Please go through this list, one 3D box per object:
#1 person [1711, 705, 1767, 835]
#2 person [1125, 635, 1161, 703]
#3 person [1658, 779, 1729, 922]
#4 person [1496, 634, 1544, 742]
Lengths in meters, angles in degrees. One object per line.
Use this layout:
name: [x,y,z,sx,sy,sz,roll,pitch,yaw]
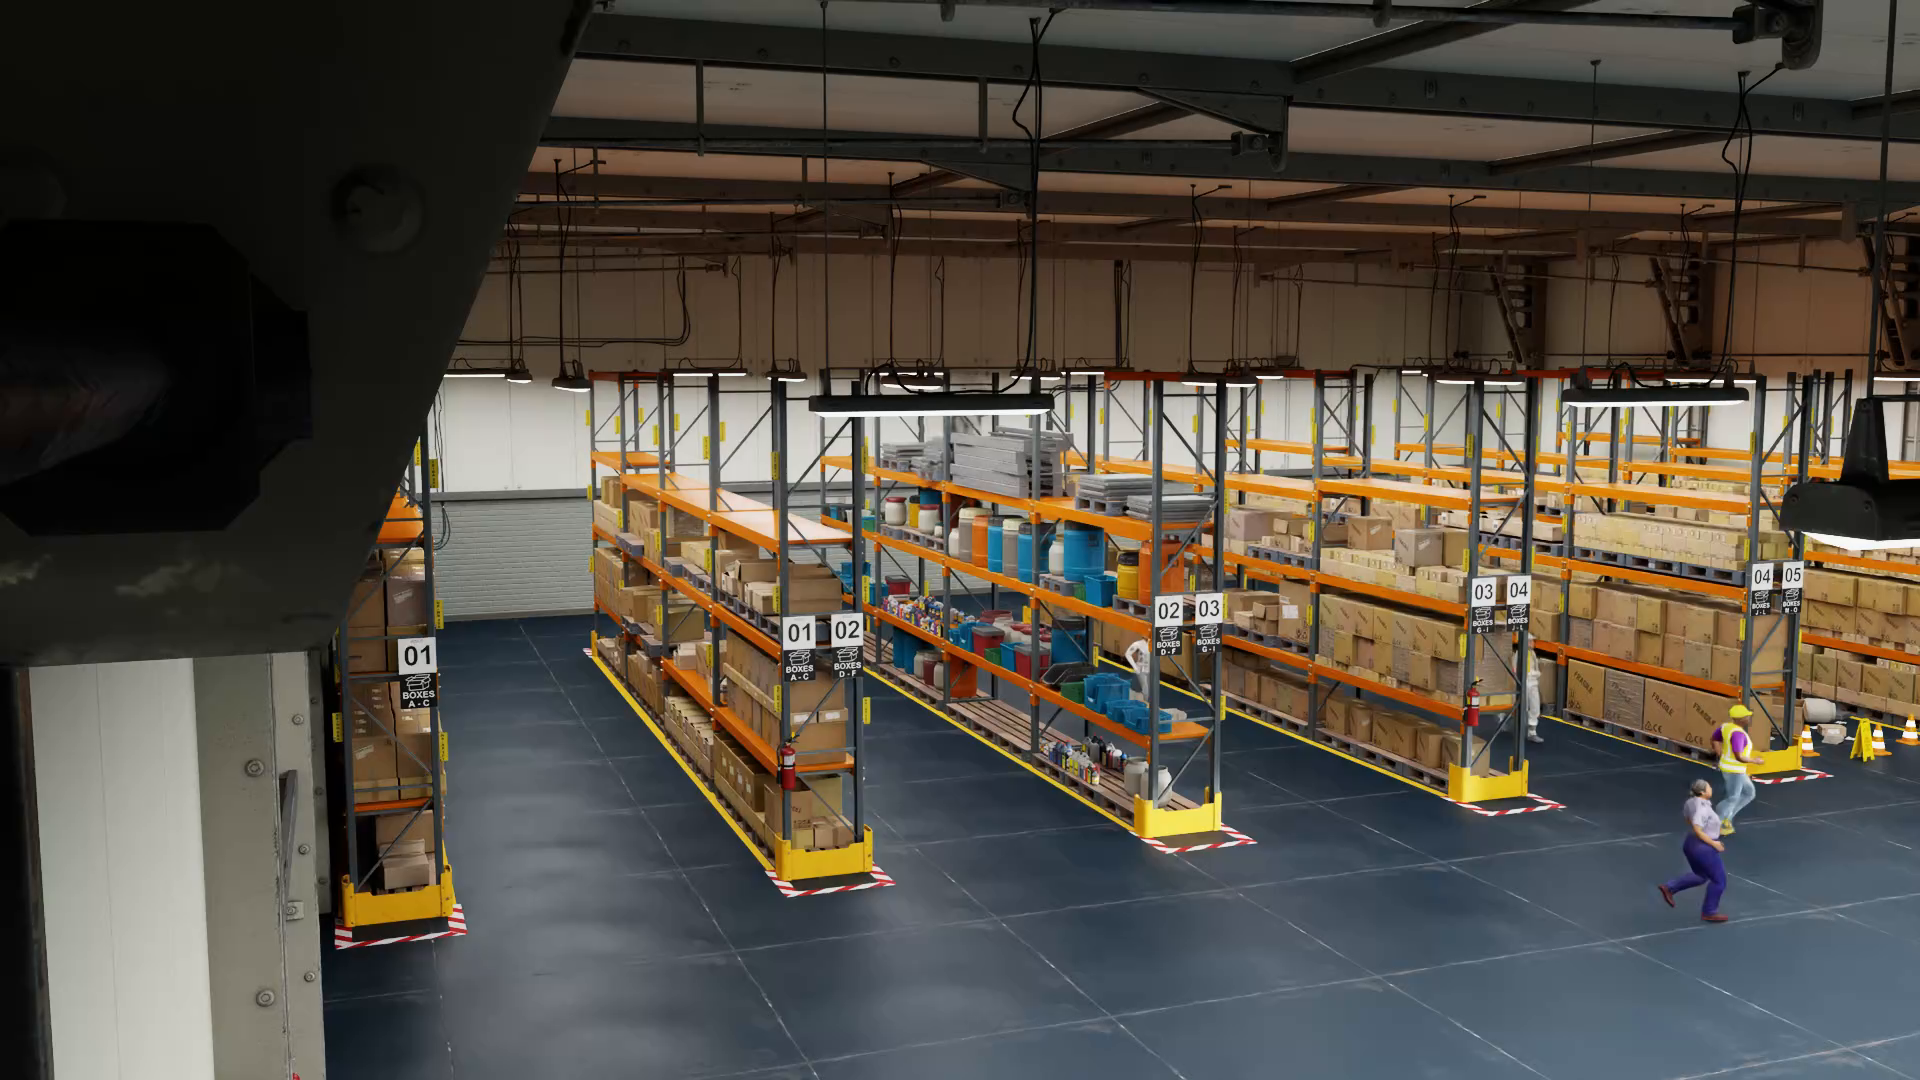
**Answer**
person: [10.202,3.031,21.836,0.670,1.751,0.666,2,7,17]
person: [3.188,2.318,28.576,0.601,1.757,0.661,-3,7,-28]
person: [8.261,3.501,18.625,0.727,1.523,0.615,1,6,6]
person: [9.251,2.398,27.320,0.664,1.764,0.847,-5,8,-38]
